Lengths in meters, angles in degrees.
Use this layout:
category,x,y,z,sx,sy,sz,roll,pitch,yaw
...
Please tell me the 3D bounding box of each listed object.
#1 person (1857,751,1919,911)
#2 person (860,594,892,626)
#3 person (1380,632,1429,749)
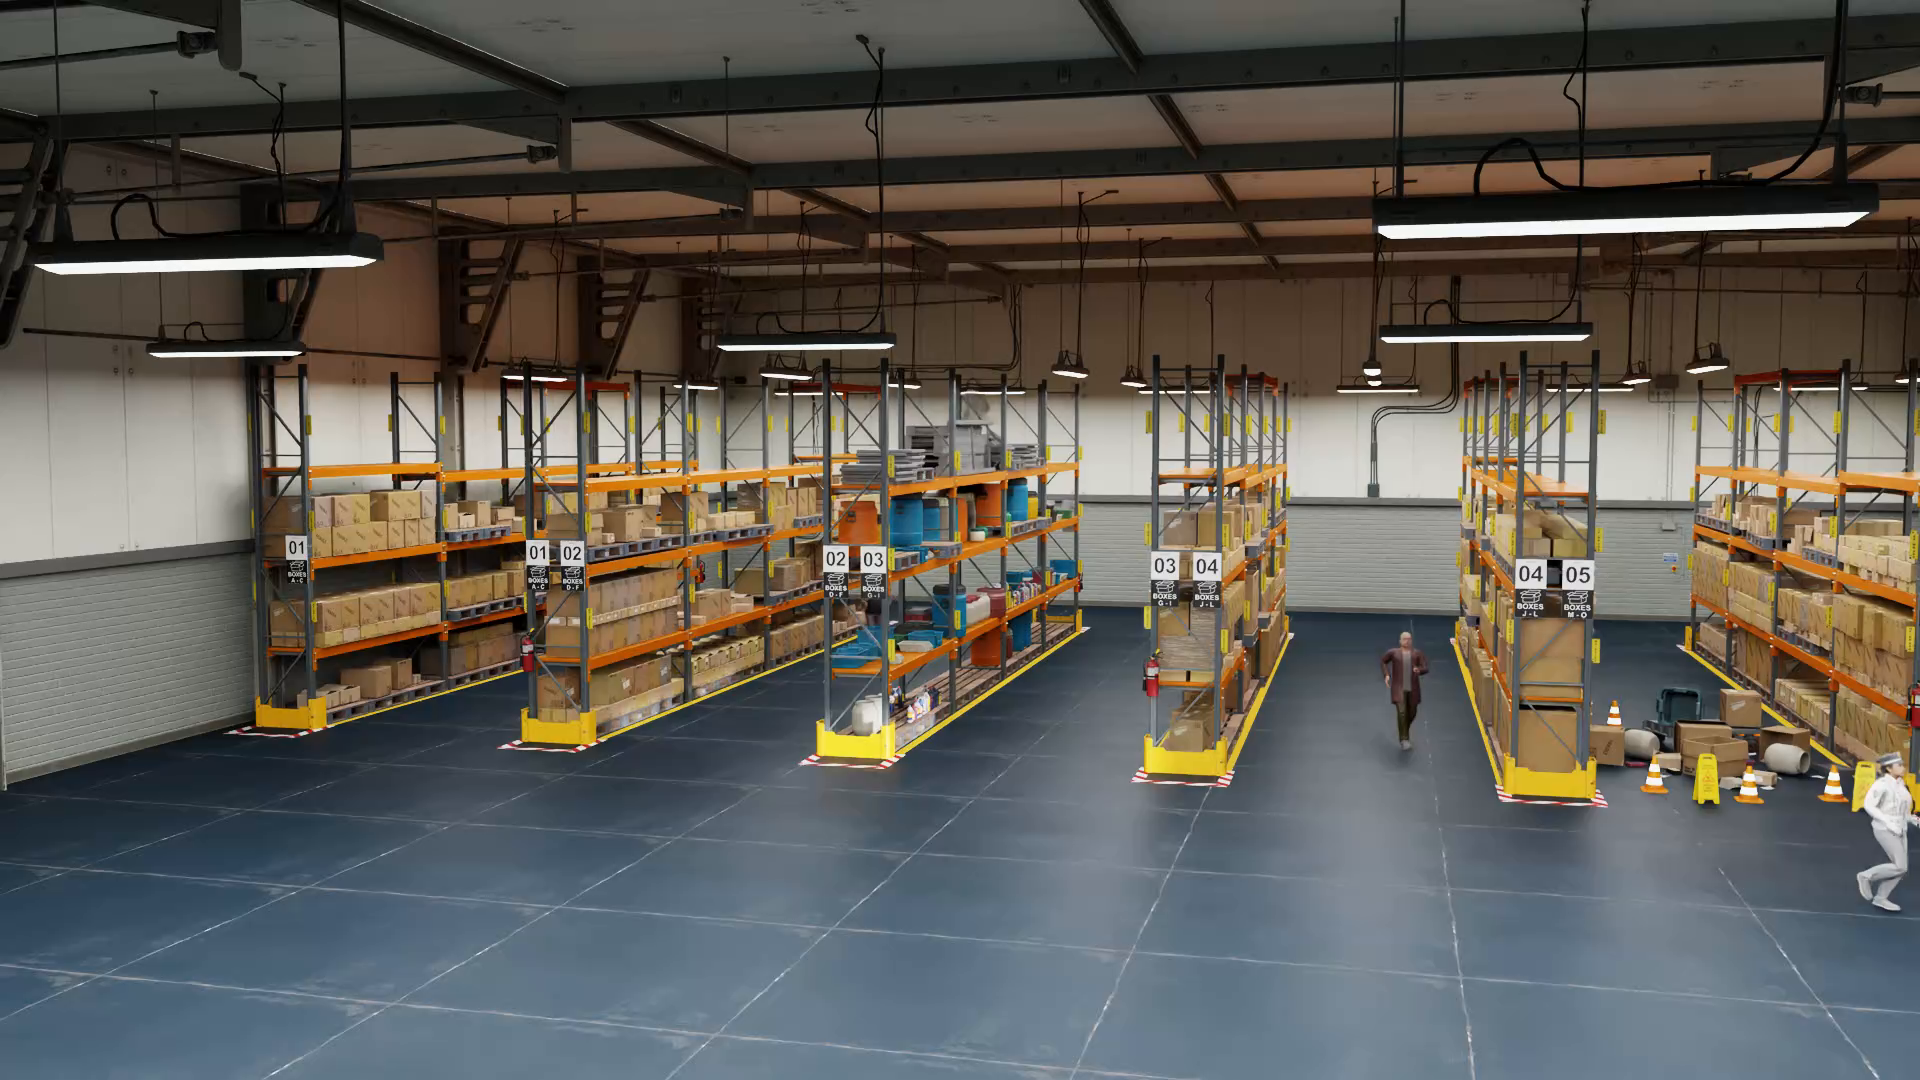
category,x,y,z,sx,sy,sz,roll,pitch,yaw
person,9.615,2.990,17.178,0.599,1.652,0.539,-3,5,-36
person,-1.719,1.552,33.857,0.648,1.742,0.590,0,4,3
person,6.925,2.307,25.871,0.708,1.754,1.061,0,4,2
